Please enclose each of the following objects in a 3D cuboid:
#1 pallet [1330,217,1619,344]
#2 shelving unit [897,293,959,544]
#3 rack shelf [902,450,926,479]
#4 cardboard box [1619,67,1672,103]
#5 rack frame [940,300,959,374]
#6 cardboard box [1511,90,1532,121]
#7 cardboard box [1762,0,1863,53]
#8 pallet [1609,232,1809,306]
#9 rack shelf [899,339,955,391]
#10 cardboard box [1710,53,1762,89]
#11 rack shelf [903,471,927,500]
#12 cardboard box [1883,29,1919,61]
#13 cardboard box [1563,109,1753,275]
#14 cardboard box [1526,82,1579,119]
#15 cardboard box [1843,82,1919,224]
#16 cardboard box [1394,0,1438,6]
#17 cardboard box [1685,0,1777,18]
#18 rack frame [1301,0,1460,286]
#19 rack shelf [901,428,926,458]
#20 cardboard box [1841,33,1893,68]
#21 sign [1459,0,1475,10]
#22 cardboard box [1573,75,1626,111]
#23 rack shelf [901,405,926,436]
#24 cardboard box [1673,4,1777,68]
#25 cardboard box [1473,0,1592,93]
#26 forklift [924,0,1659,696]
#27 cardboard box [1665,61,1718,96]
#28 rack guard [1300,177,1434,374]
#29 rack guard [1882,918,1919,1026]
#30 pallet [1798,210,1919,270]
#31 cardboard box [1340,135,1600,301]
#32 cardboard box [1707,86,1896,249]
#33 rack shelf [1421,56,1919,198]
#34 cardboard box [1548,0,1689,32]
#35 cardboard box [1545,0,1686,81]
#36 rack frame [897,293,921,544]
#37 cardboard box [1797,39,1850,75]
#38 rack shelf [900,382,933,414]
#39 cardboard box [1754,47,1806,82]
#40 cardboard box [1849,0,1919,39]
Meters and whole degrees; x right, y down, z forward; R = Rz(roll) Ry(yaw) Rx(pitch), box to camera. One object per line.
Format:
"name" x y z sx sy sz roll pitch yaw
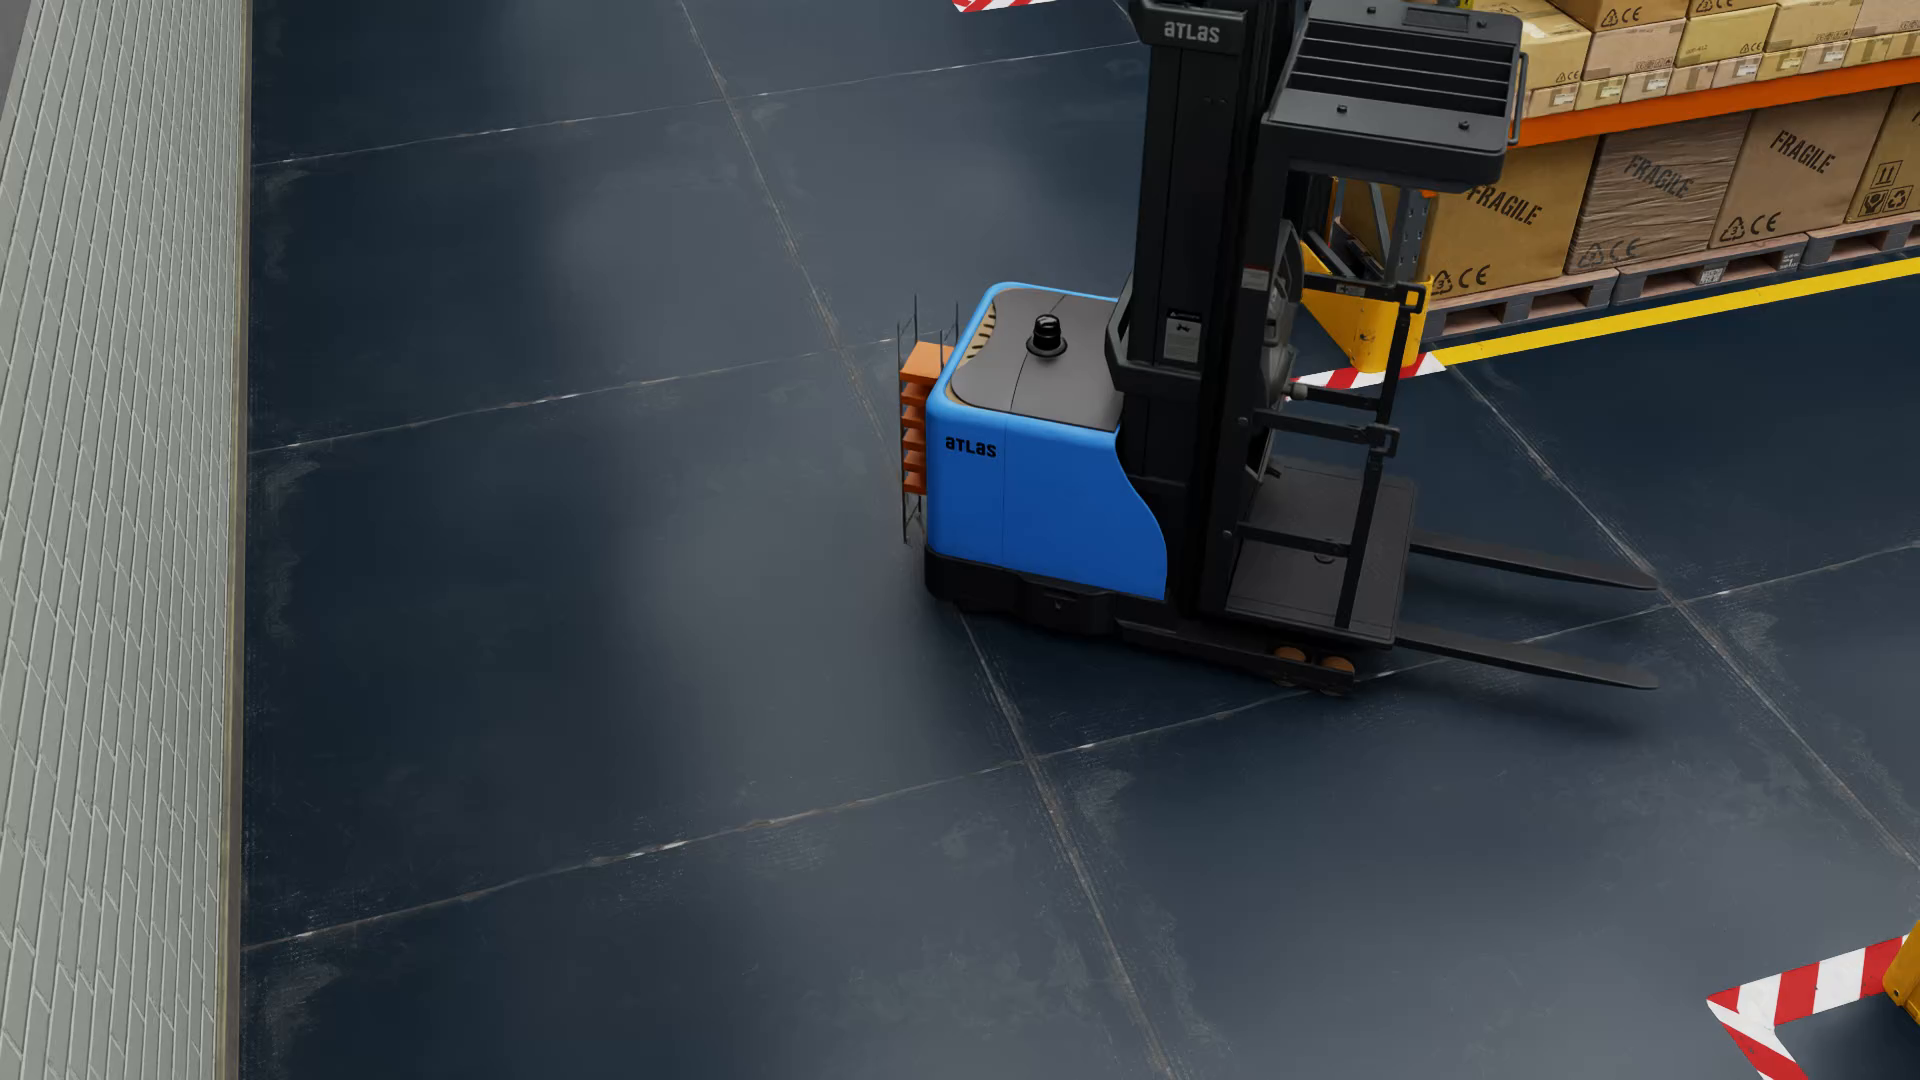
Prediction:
"pallet" 2.819 -1.539 9.201 1.213 0.211 1.003 -12 42 -13
"shelving unit" -0.131 -0.489 7.247 0.189 1.200 0.258 12 42 13
"rack shelf" -0.131 -0.365 7.356 0.180 0.103 0.258 12 42 13
"cardboard box" 3.254 -2.306 8.150 0.250 0.149 0.380 -12 43 -14
"rack frame" -0.043 -0.471 7.227 0.006 1.200 0.240 12 42 13
"cardboard box" 2.518 -2.151 7.973 0.250 0.149 0.380 -11 42 -13
"cardboard box" 4.089 -2.674 8.268 0.500 0.250 0.500 -12 43 -14
"pallet" 3.981 -1.778 9.474 1.213 0.211 1.003 -12 42 -13
"rack shelf" -0.131 -0.727 7.040 0.180 0.103 0.258 12 42 13
"cardboard box" 3.743 -2.407 8.265 0.250 0.149 0.380 -12 43 -14
"rack shelf" -0.131 -0.275 7.435 0.180 0.103 0.258 12 42 13
"cardboard box" 4.721 -2.609 8.497 0.250 0.149 0.380 -11 42 -12
"cardboard box" 3.534 -2.097 9.016 0.875 0.875 0.875 -12 42 -13
"cardboard box" 2.762 -2.203 8.032 0.250 0.149 0.380 -12 43 -14
"cardboard box" 5.242 -2.451 9.421 0.875 0.875 0.875 -12 42 -13
"cardboard box" 2.462 -2.700 8.298 0.500 0.250 0.500 -12 43 -14
"cardboard box" 3.588 -2.851 7.901 0.500 0.500 0.500 -13 43 -14
"rack frame" 2.080 -2.382 8.047 0.127 3.000 1.000 -12 42 -13
"rack shelf" -0.131 -0.456 7.277 0.180 0.103 0.258 12 42 13
"cardboard box" 4.477 -2.558 8.439 0.250 0.149 0.380 -12 43 -14
"sign" 2.241 -2.389 7.336 0.005 0.325 0.100 -12 42 -13
"cardboard box" 3.006 -2.253 8.090 0.250 0.149 0.380 -13 43 -14
"rack shelf" -0.131 -0.546 7.198 0.180 0.103 0.258 12 42 13
"cardboard box" 3.593 -2.567 8.146 0.500 0.250 0.500 -13 43 -14
"cardboard box" 2.619 -2.363 7.913 0.500 0.250 0.500 -13 43 -14
"forklift" 1.422 -0.853 6.348 3.031 2.935 1.130 12 42 13
"cardboard box" 3.497 -2.355 8.206 0.250 0.149 0.380 -12 43 -14
"rack guard" 2.057 -1.436 8.864 0.348 0.500 1.175 -12 42 -13
"rack guard" 3.549 1.680 5.297 0.348 0.500 1.175 -12 42 -13
"pallet" 5.146 -2.022 9.753 1.213 0.211 1.003 -12 42 -13
"cardboard box" 2.666 -1.917 8.810 0.875 0.875 0.875 -12 42 -13
"cardboard box" 4.383 -2.273 9.217 0.875 0.875 0.875 -12 42 -13
"rack shelf" 3.988 -2.507 8.736 4.000 0.370 1.077 -12 42 -13
"cardboard box" 3.096 -2.745 7.779 0.500 0.500 0.500 -13 43 -14
"cardboard box" 3.113 -2.470 8.035 0.500 0.250 0.500 -12 43 -14
"rack frame" -0.218 -0.507 7.268 0.006 1.200 0.240 12 42 13
"cardboard box" 4.234 -2.509 8.382 0.250 0.149 0.380 -11 42 -12
"rack shelf" -0.131 -0.636 7.119 0.180 0.103 0.258 12 42 13
"cardboard box" 3.984 -2.456 8.322 0.250 0.149 0.380 -13 43 -14
"cardboard box" 4.573 -2.772 8.380 0.500 0.250 0.500 -11 42 -12
